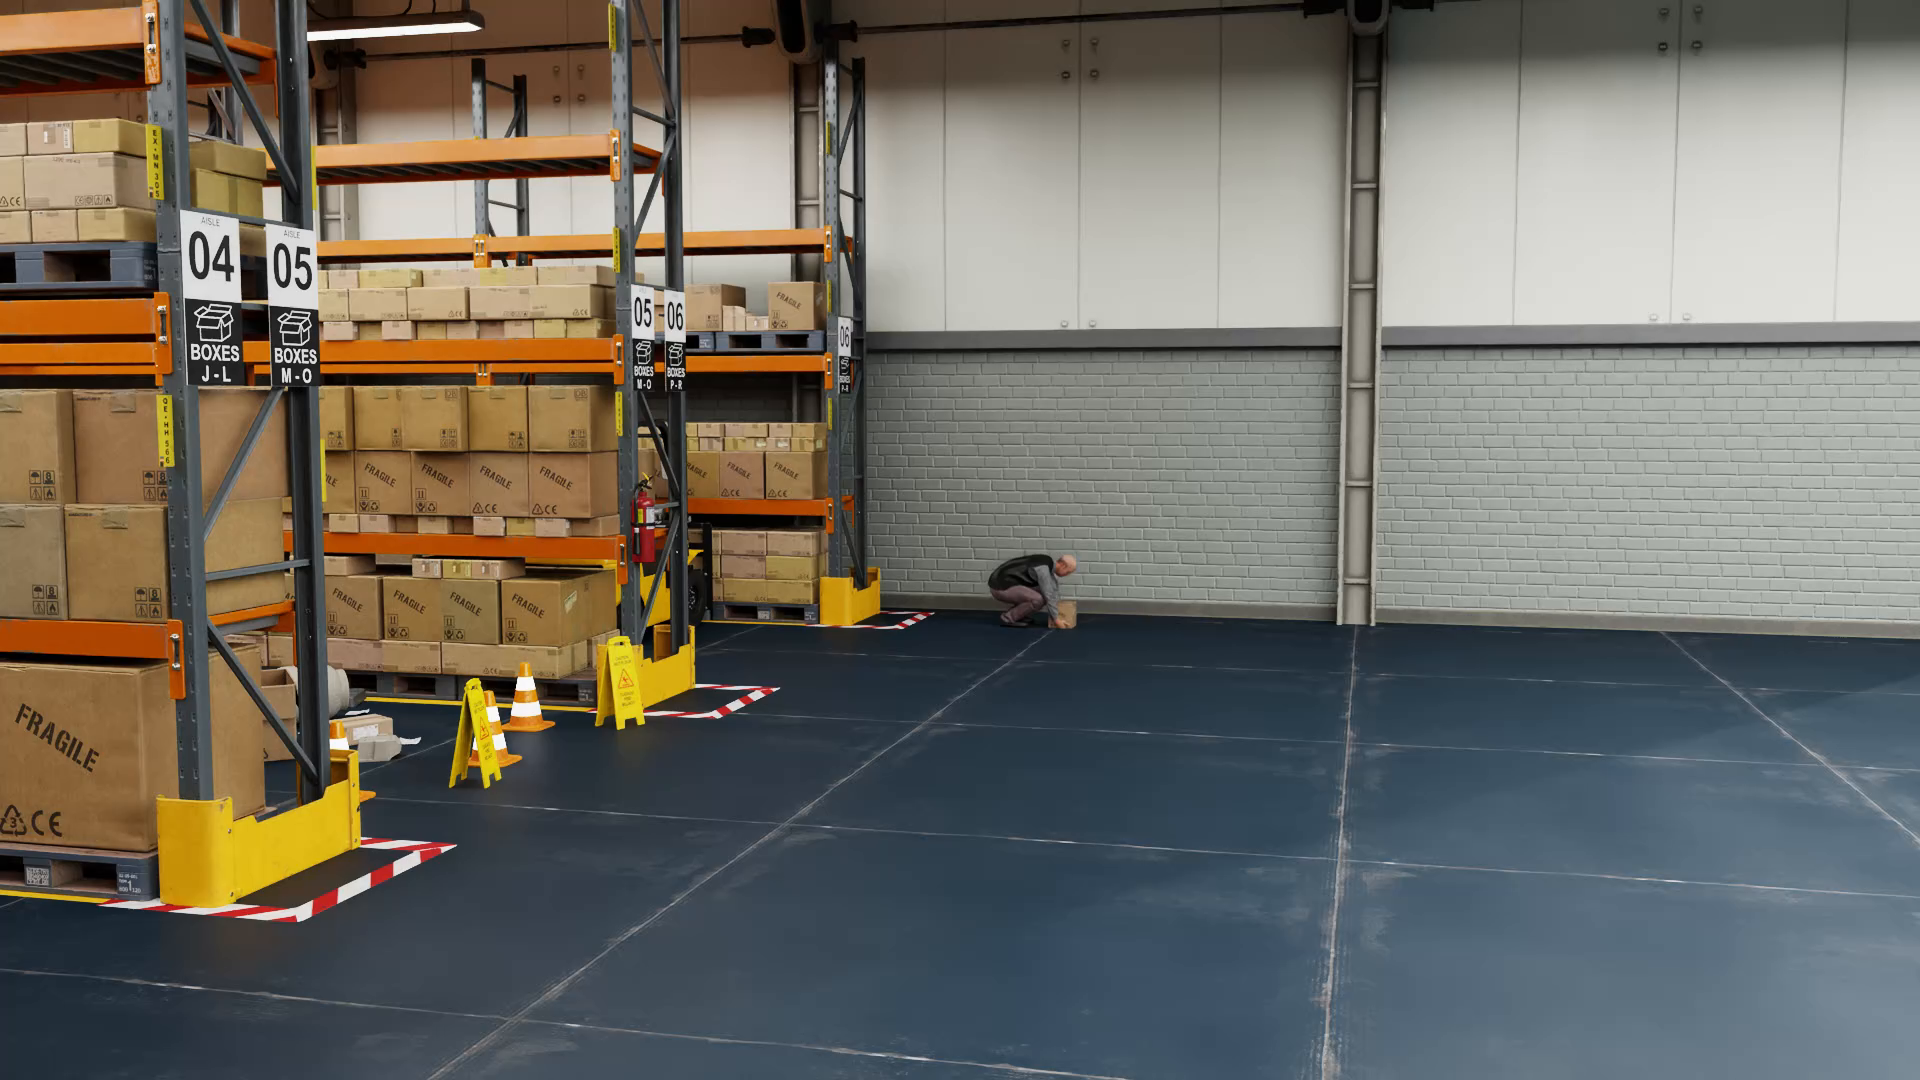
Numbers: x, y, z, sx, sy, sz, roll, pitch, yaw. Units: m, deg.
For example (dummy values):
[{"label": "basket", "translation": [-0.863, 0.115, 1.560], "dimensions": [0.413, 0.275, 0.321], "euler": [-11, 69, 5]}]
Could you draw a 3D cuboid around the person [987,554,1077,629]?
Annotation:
[{"label": "person", "translation": [0.753, 0.561, 17.302], "dimensions": [0.913, 0.830, 0.523], "euler": [1, 5, 13]}]
